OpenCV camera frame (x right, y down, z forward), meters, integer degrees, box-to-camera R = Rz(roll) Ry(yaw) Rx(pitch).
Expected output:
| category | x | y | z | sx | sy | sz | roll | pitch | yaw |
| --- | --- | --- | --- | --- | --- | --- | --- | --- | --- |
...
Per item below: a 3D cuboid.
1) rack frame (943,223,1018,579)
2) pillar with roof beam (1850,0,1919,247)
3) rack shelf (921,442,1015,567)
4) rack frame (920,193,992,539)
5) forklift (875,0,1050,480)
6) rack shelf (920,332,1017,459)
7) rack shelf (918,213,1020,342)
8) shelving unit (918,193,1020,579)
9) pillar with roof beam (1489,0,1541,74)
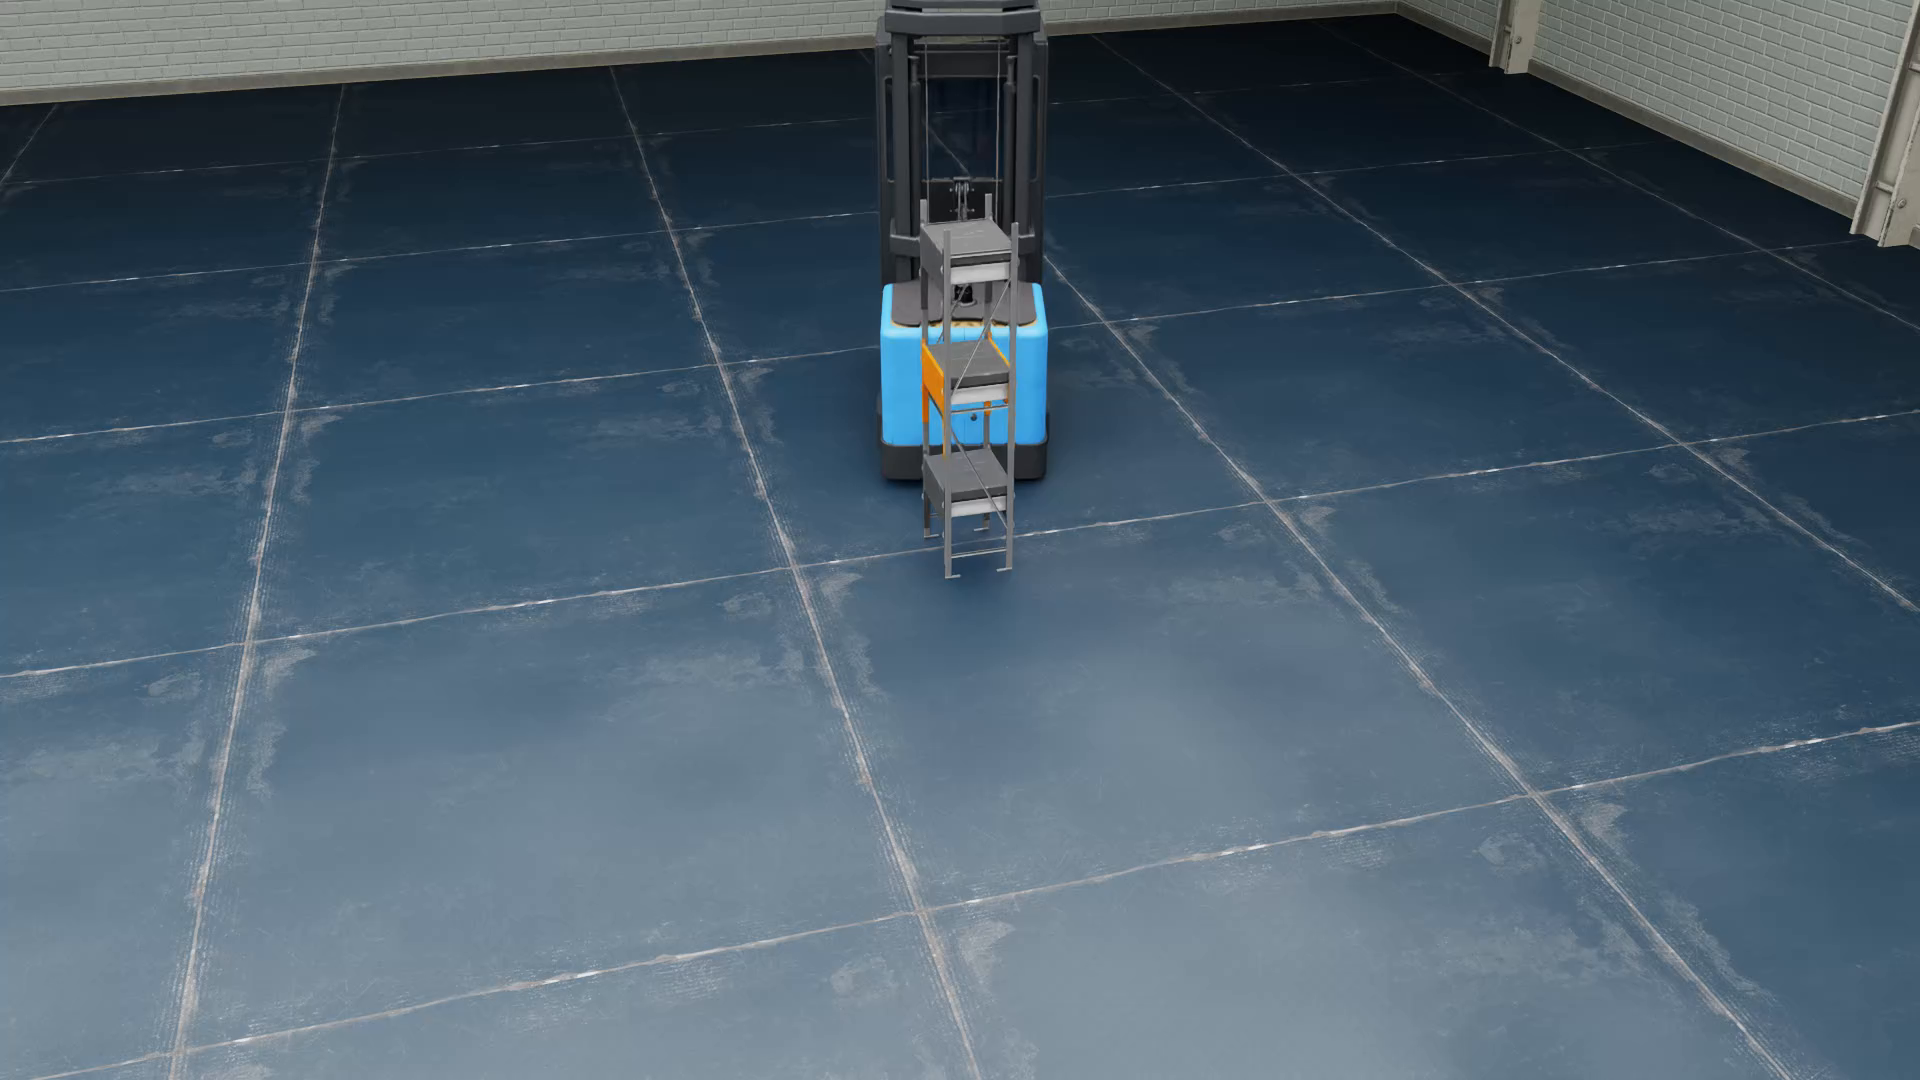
| category | x | y | z | sx | sy | sz | roll | pitch | yaw |
| --- | --- | --- | --- | --- | --- | --- | --- | --- | --- |
| rack frame | 0.109 | -0.711 | 9.113 | 0.400 | 2.100 | 0.015 | -8 | 31 | -13 |
| pillar with roof beam | 3.896 | -5.965 | 11.303 | 9.100 | 9.000 | 0.400 | -8 | 31 | -13 |
| rack shelf | 0.044 | -0.211 | 9.674 | 0.431 | 0.518 | 0.480 | -8 | 31 | -13 |
| rack frame | -0.021 | -0.947 | 9.521 | 0.400 | 2.100 | 0.015 | -8 | 31 | -13 |
| forklift | 0.006 | -2.348 | 11.112 | 1.130 | 2.935 | 3.031 | 0 | 30 | -1 |
| rack shelf | 0.044 | -0.817 | 9.324 | 0.431 | 0.518 | 0.480 | -8 | 31 | -13 |
| rack shelf | 0.044 | -1.423 | 8.973 | 0.431 | 0.518 | 0.480 | -8 | 31 | -13 |
| shelving unit | 0.044 | -0.829 | 9.317 | 0.431 | 2.100 | 0.503 | -8 | 31 | -13 |
| pillar with roof beam | 2.303 | -8.862 | 16.310 | 9.100 | 9.000 | 0.400 | -8 | 31 | -13 |
